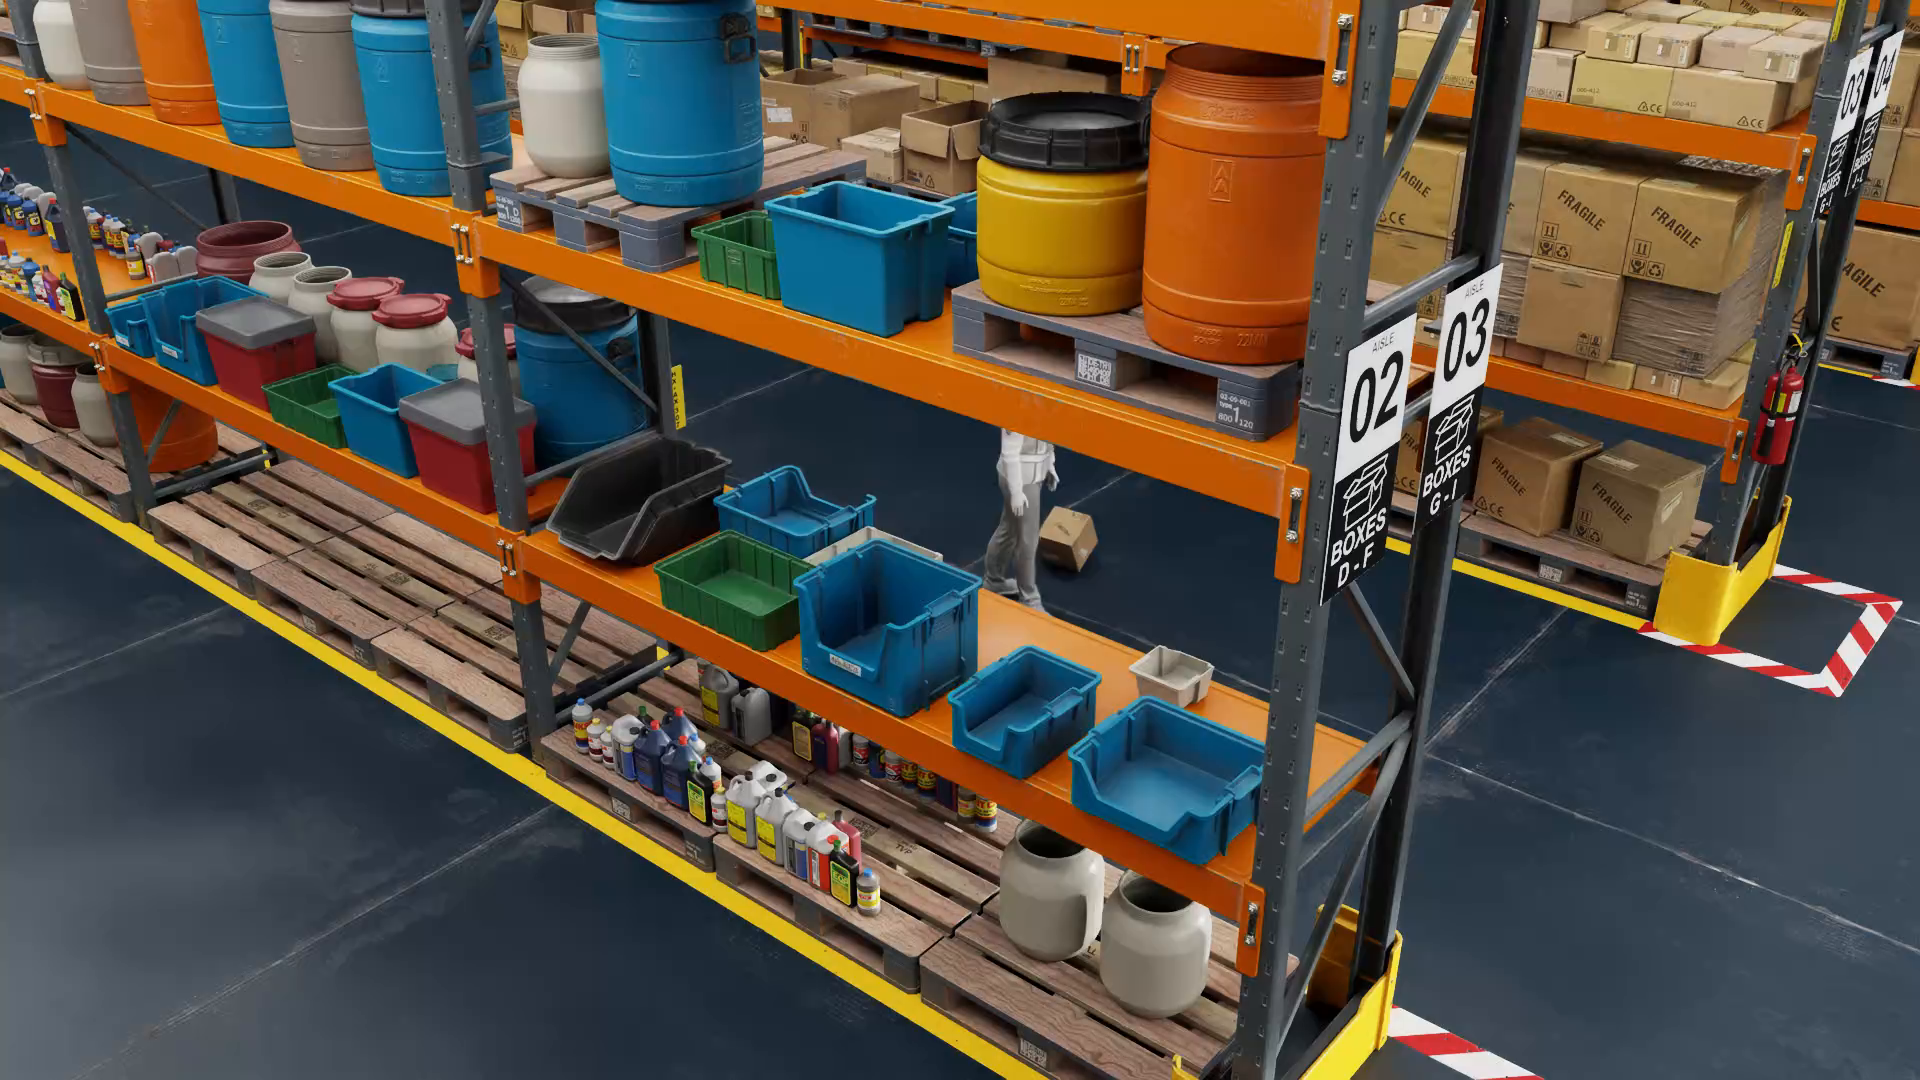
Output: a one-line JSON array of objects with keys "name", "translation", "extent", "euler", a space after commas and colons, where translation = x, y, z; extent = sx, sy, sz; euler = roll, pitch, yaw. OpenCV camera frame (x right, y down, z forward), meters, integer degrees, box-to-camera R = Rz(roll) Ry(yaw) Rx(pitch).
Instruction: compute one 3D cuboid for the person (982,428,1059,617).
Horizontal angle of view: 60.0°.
[{"name": "person", "translation": [0.364, -0.352, 9.273], "extent": [0.521, 1.684, 0.493], "euler": [8, 29, 15]}]
